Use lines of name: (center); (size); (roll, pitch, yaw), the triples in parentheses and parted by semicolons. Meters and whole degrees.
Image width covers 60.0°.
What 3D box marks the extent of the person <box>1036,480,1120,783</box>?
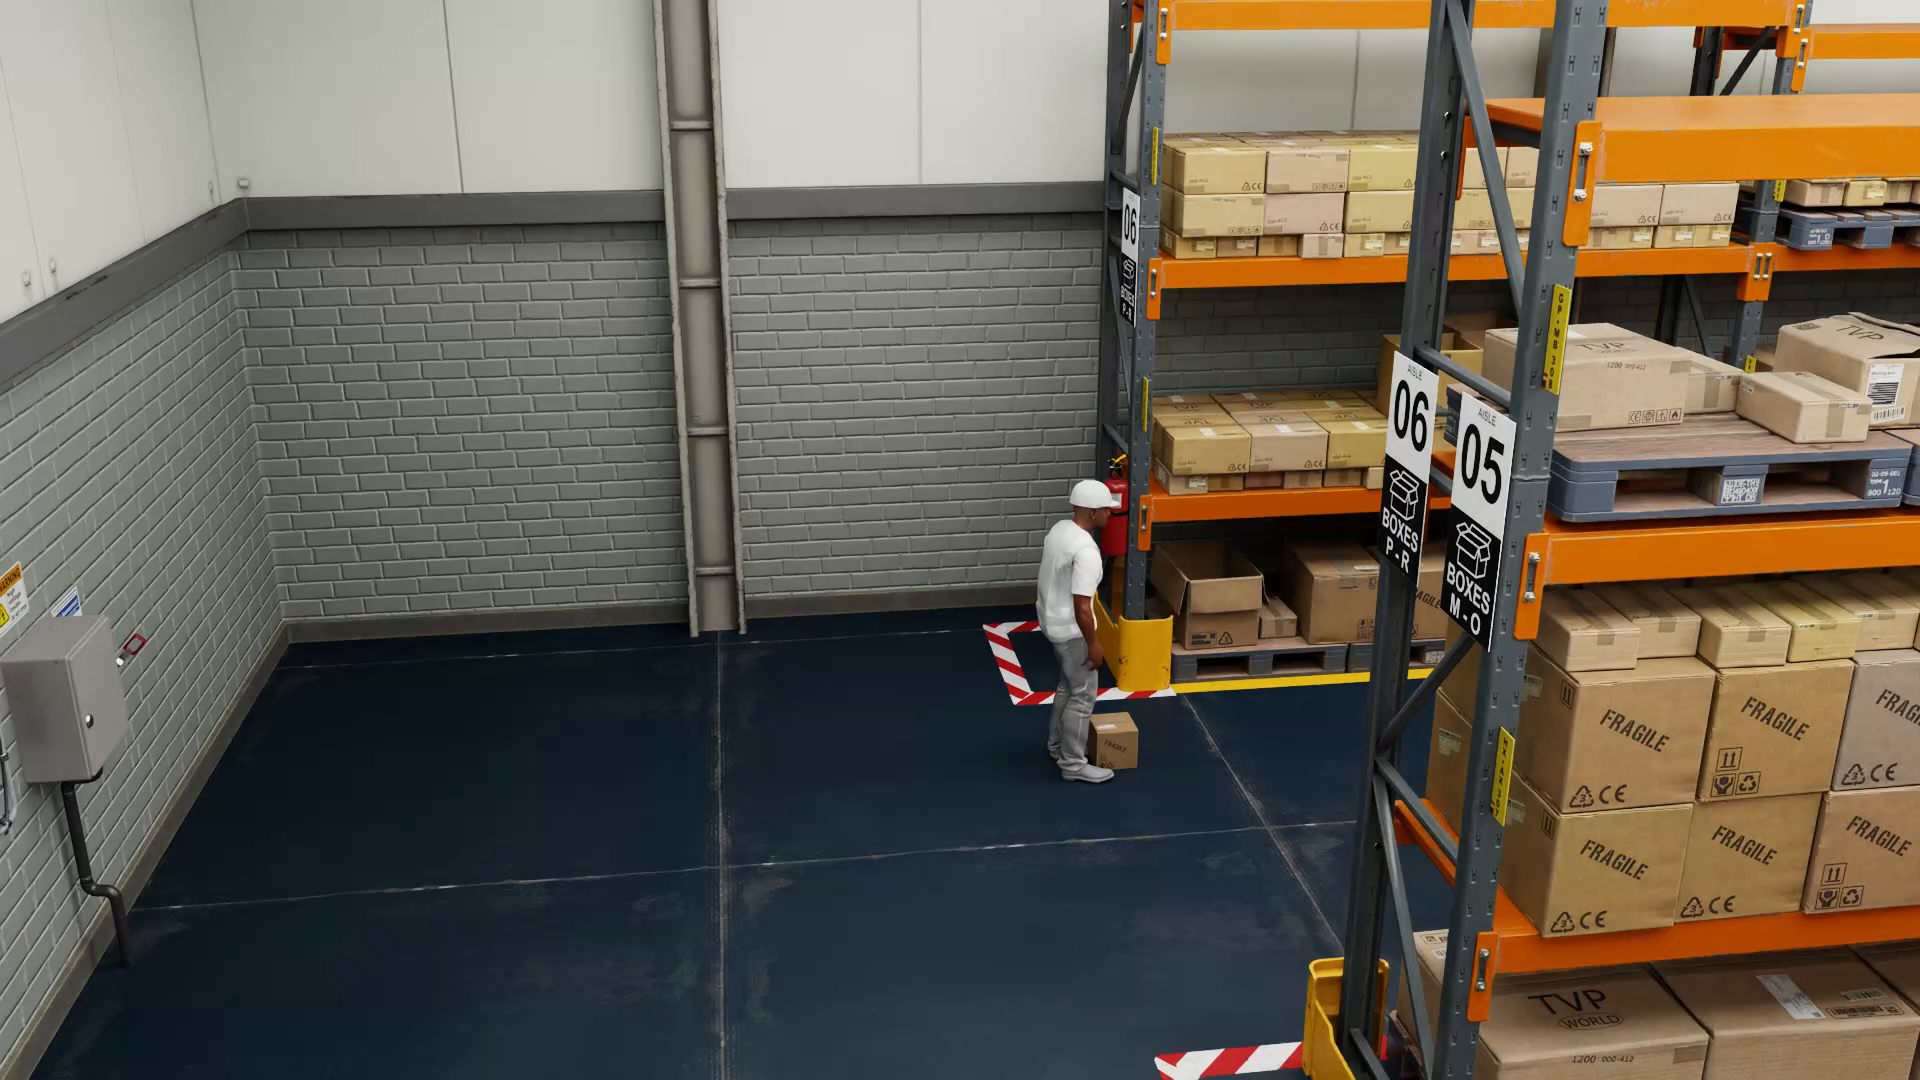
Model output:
person: (0.685, 0.506, 9.653); (0.461, 1.755, 0.633); (-4, 20, -11)
